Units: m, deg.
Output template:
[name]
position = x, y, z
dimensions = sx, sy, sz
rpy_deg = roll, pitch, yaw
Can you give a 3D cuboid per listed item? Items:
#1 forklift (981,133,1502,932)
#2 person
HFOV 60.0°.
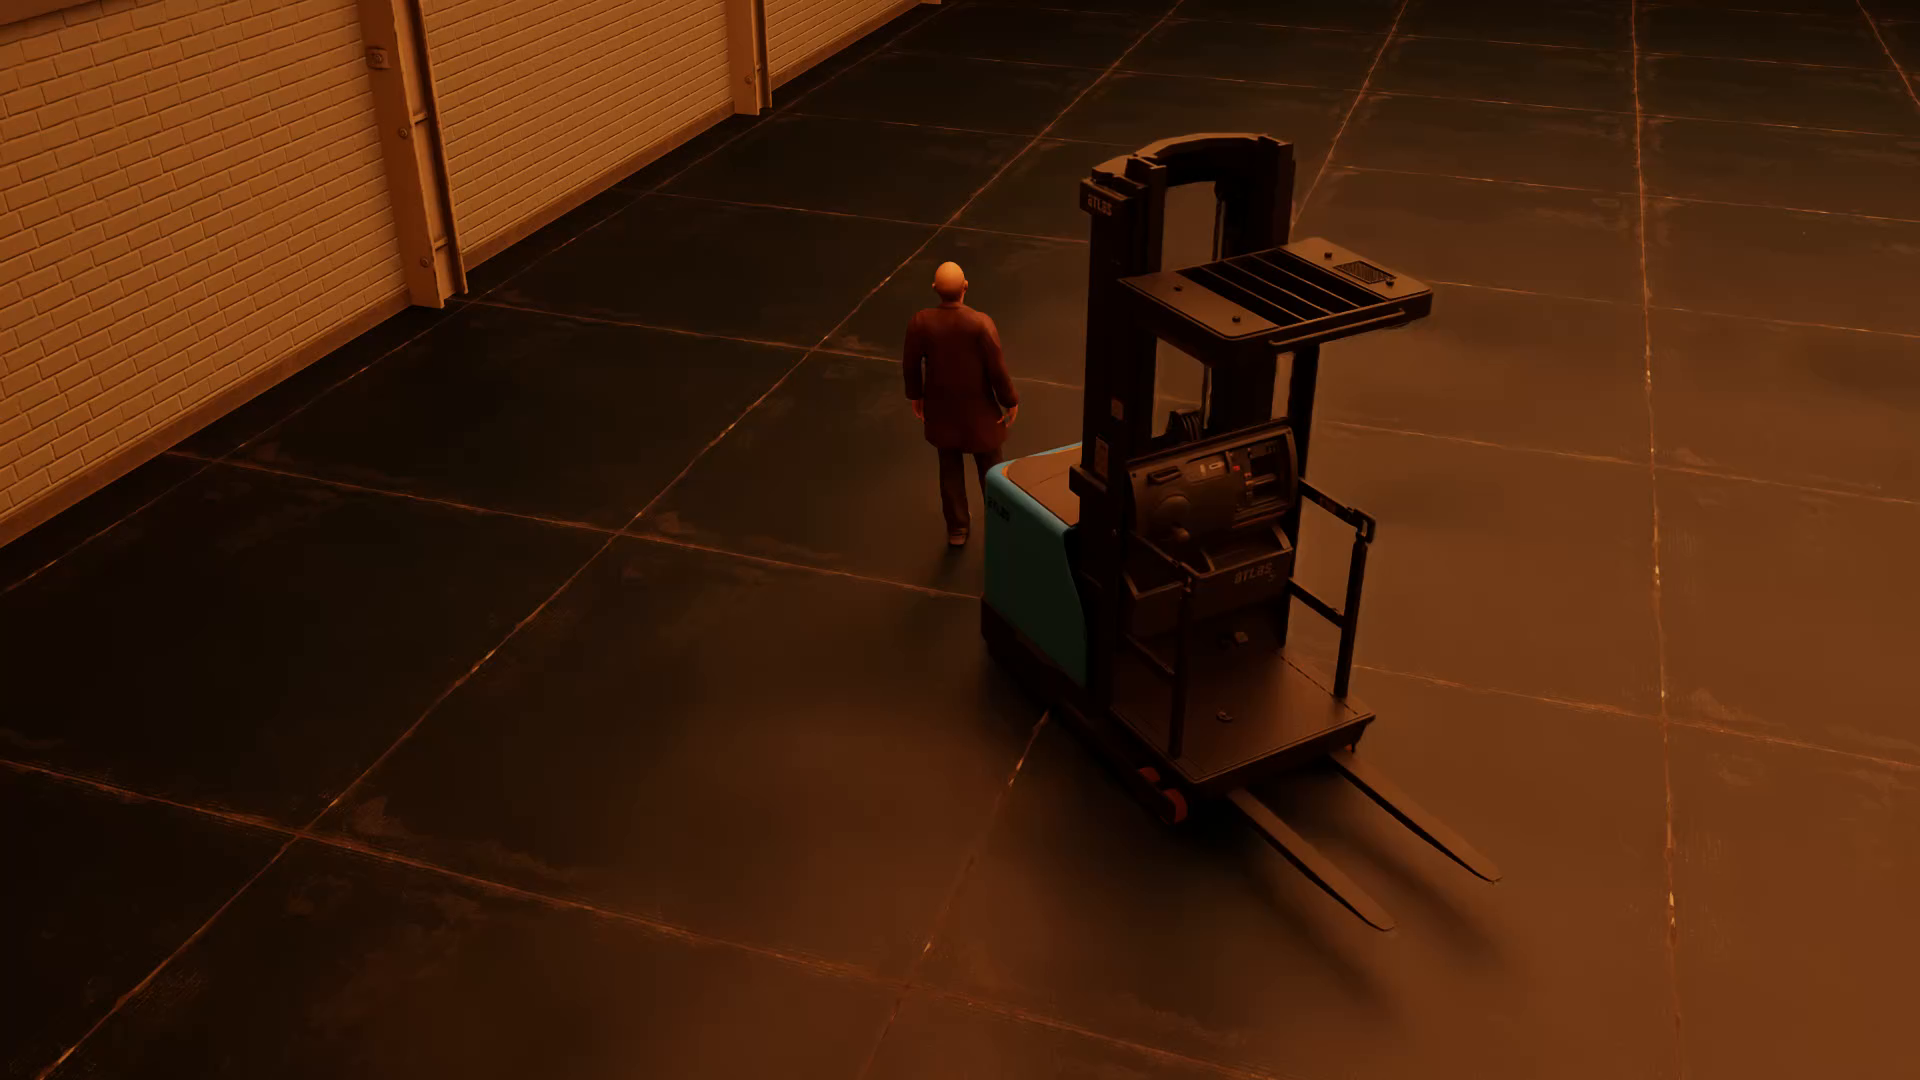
[forklift]
position = 1.281, -0.206, 7.497
dimensions = 1.130, 2.935, 3.031
rpy_deg = -16, 33, -26
[person]
position = 0.033, -0.821, 9.727
dimensions = 0.698, 1.778, 0.579
rpy_deg = 10, 31, 16
